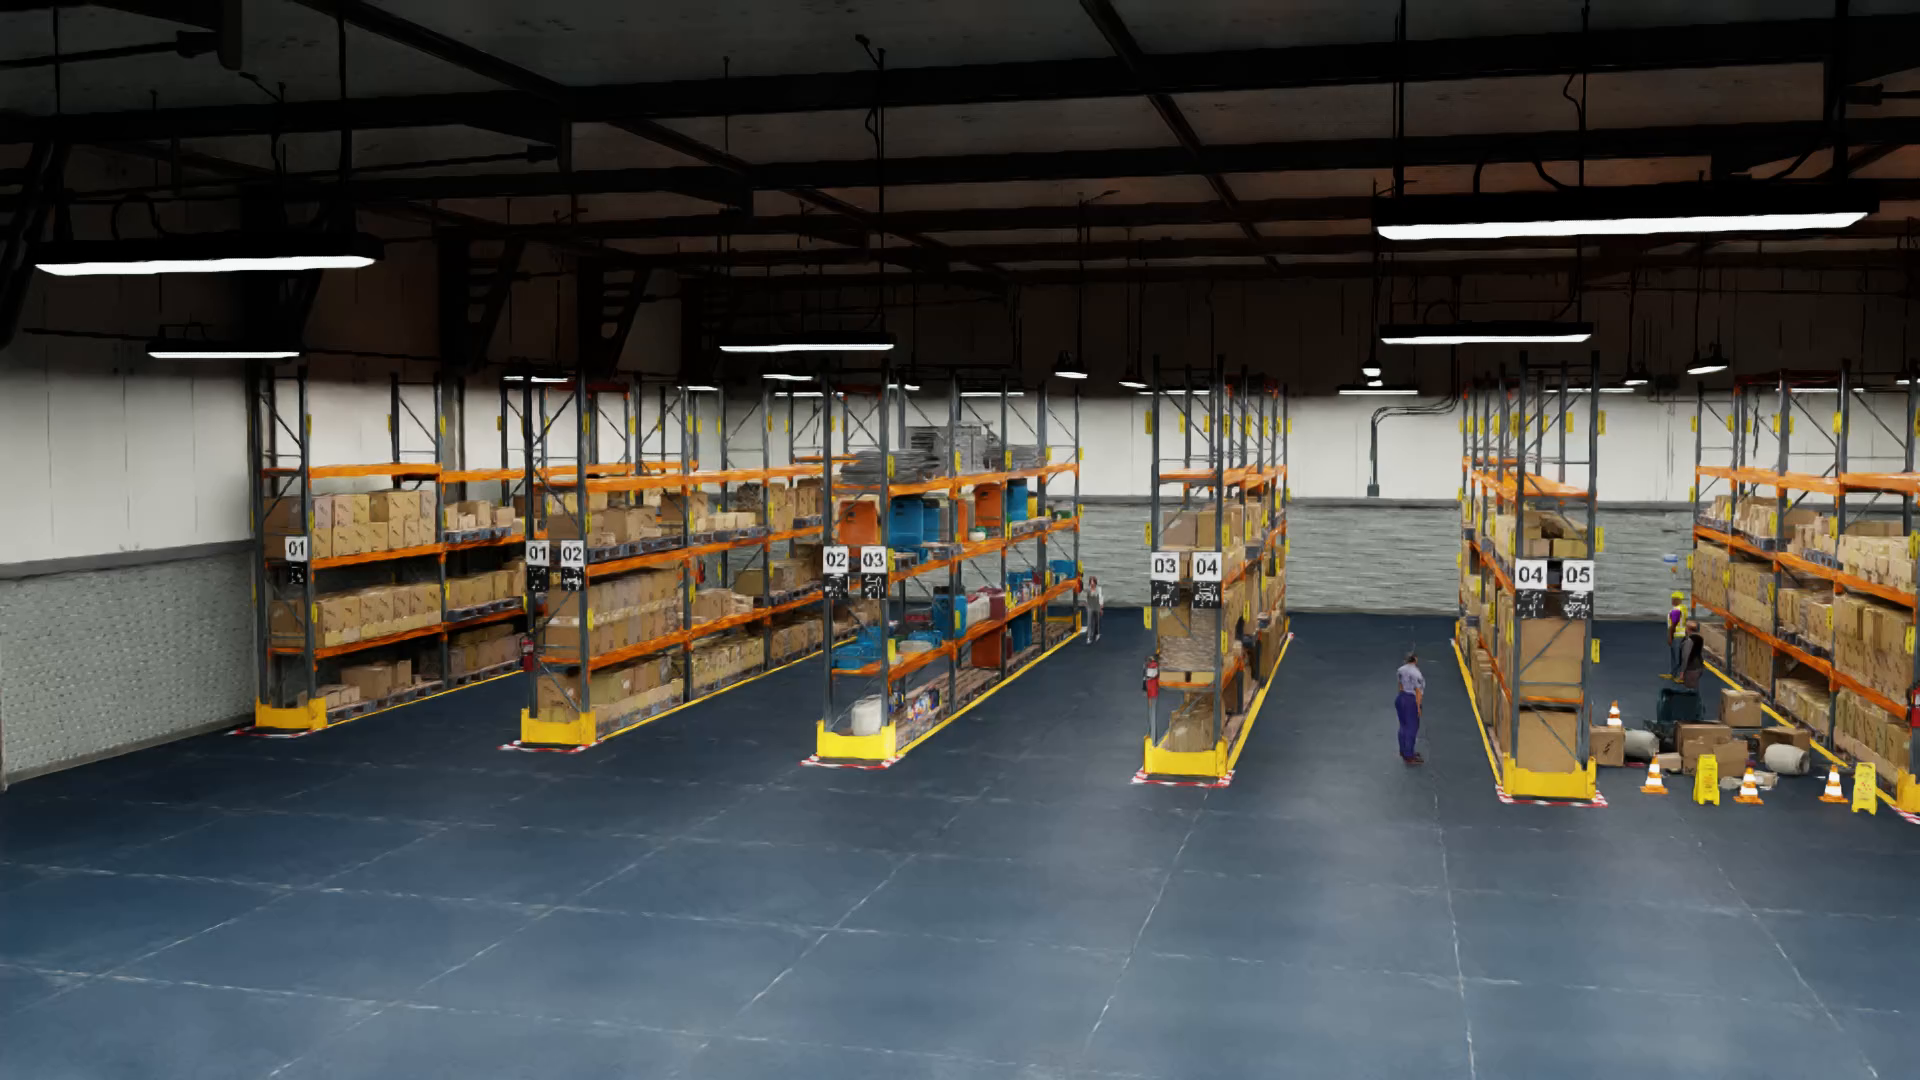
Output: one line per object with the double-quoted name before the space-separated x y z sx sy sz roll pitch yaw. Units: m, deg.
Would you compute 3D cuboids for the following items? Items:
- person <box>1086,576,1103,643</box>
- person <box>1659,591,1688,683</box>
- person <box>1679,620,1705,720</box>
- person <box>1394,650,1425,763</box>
"person" 3.101 1.586 38.279 0.432 1.537 0.948 1 4 13
"person" 13.959 1.871 32.451 0.594 1.763 0.681 3 5 34
"person" 12.262 2.198 27.978 0.576 1.718 0.626 4 5 42
"person" 6.737 2.459 24.798 0.429 1.653 0.530 -1 4 -17
